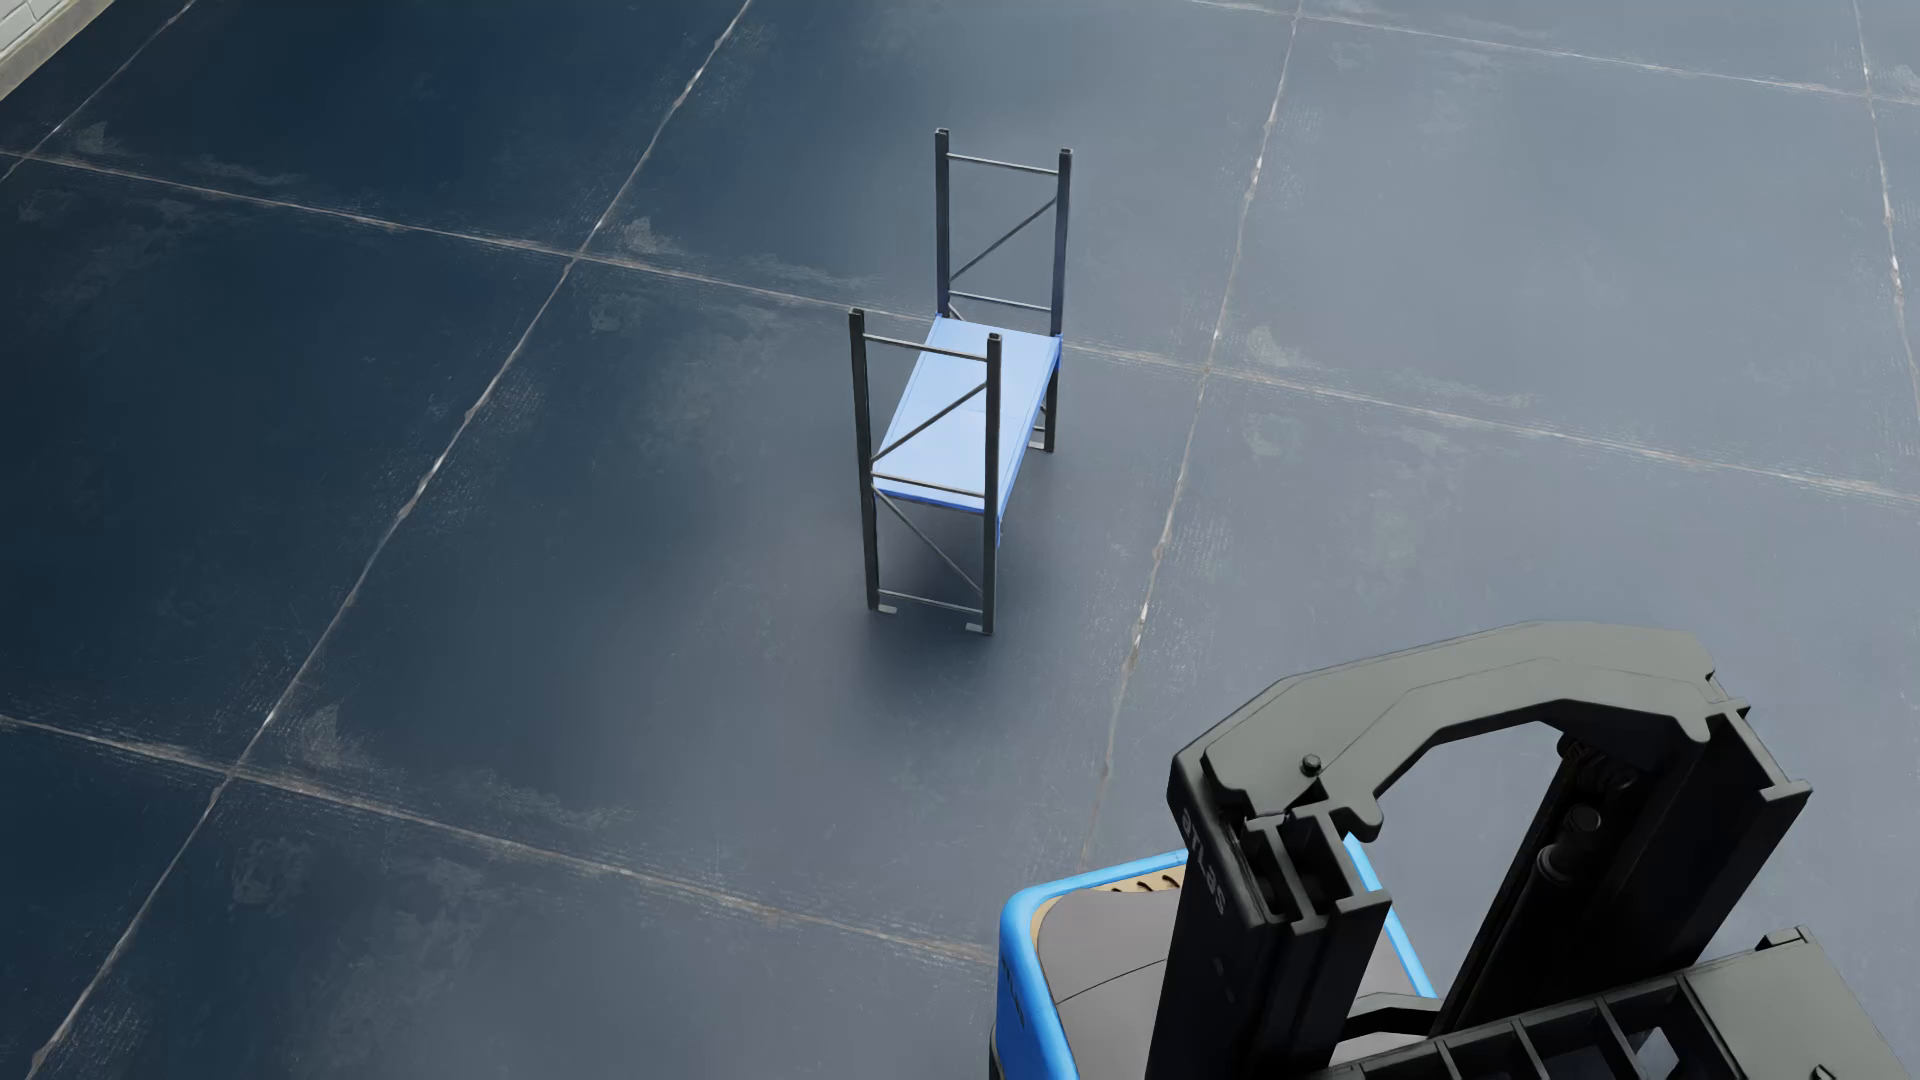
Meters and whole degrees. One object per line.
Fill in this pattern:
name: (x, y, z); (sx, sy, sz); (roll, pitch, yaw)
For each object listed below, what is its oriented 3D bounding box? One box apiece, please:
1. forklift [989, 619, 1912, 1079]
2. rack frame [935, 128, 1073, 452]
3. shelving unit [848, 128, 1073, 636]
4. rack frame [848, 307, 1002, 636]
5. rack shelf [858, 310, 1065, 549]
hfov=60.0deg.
forklift: (0.978, 1.652, 3.256); (1.130, 2.935, 3.031); (-12, 50, -10)
rack frame: (0.156, -0.926, 6.486); (0.500, 1.500, 0.032); (12, 50, 10)
shelving unit: (0.022, -0.558, 6.161); (0.538, 1.500, 1.048); (12, 50, 10)
rack frame: (-0.111, -0.190, 5.836); (0.500, 1.500, 0.032); (12, 50, 10)
rack shelf: (0.022, -0.439, 6.296); (0.538, 0.185, 1.000); (12, 50, 10)
